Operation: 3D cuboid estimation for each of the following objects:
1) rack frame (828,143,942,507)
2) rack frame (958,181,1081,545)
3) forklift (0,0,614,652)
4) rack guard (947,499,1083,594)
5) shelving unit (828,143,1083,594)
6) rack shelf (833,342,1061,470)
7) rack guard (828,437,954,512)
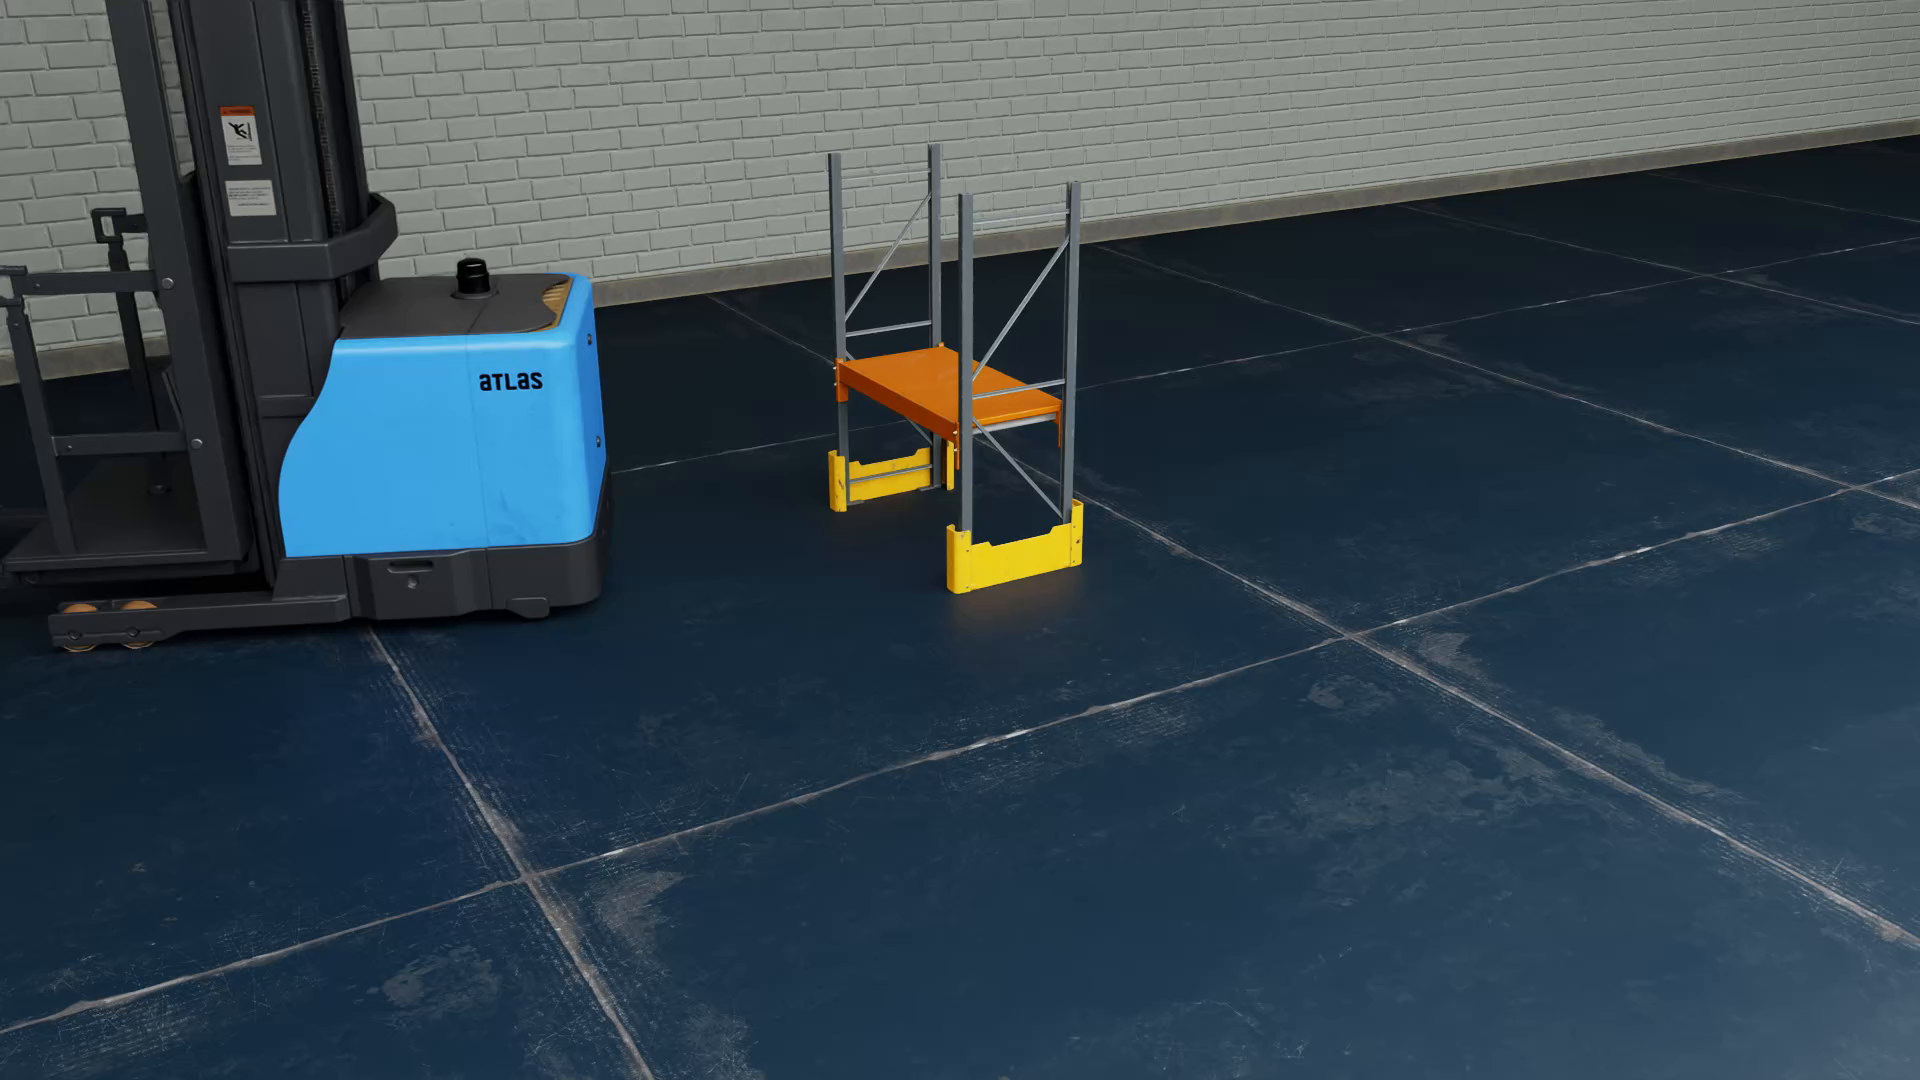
[{"bbox_3d":[-0.303,-0.887,7.002,0.500,1.500,0.032,-13,25,-28],"label":"rack frame"},{"bbox_3d":[0.216,-0.558,6.192,0.500,1.500,0.032,-13,25,-28],"label":"rack frame"},{"bbox_3d":[-2.882,-1.176,5.812,3.031,2.935,1.130,-3,22,-7],"label":"forklift"},{"bbox_3d":[0.215,0.021,6.428,0.587,0.250,0.087,-13,25,-28],"label":"rack guard"},{"bbox_3d":[-0.039,-0.719,6.590,0.587,1.500,1.083,-13,25,-28],"label":"shelving unit"},{"bbox_3d":[-0.044,-0.556,6.665,0.538,0.185,1.000,-13,25,-28],"label":"rack shelf"},{"bbox_3d":[-0.293,-0.302,7.222,0.587,0.250,0.087,-13,25,-28],"label":"rack guard"}]
